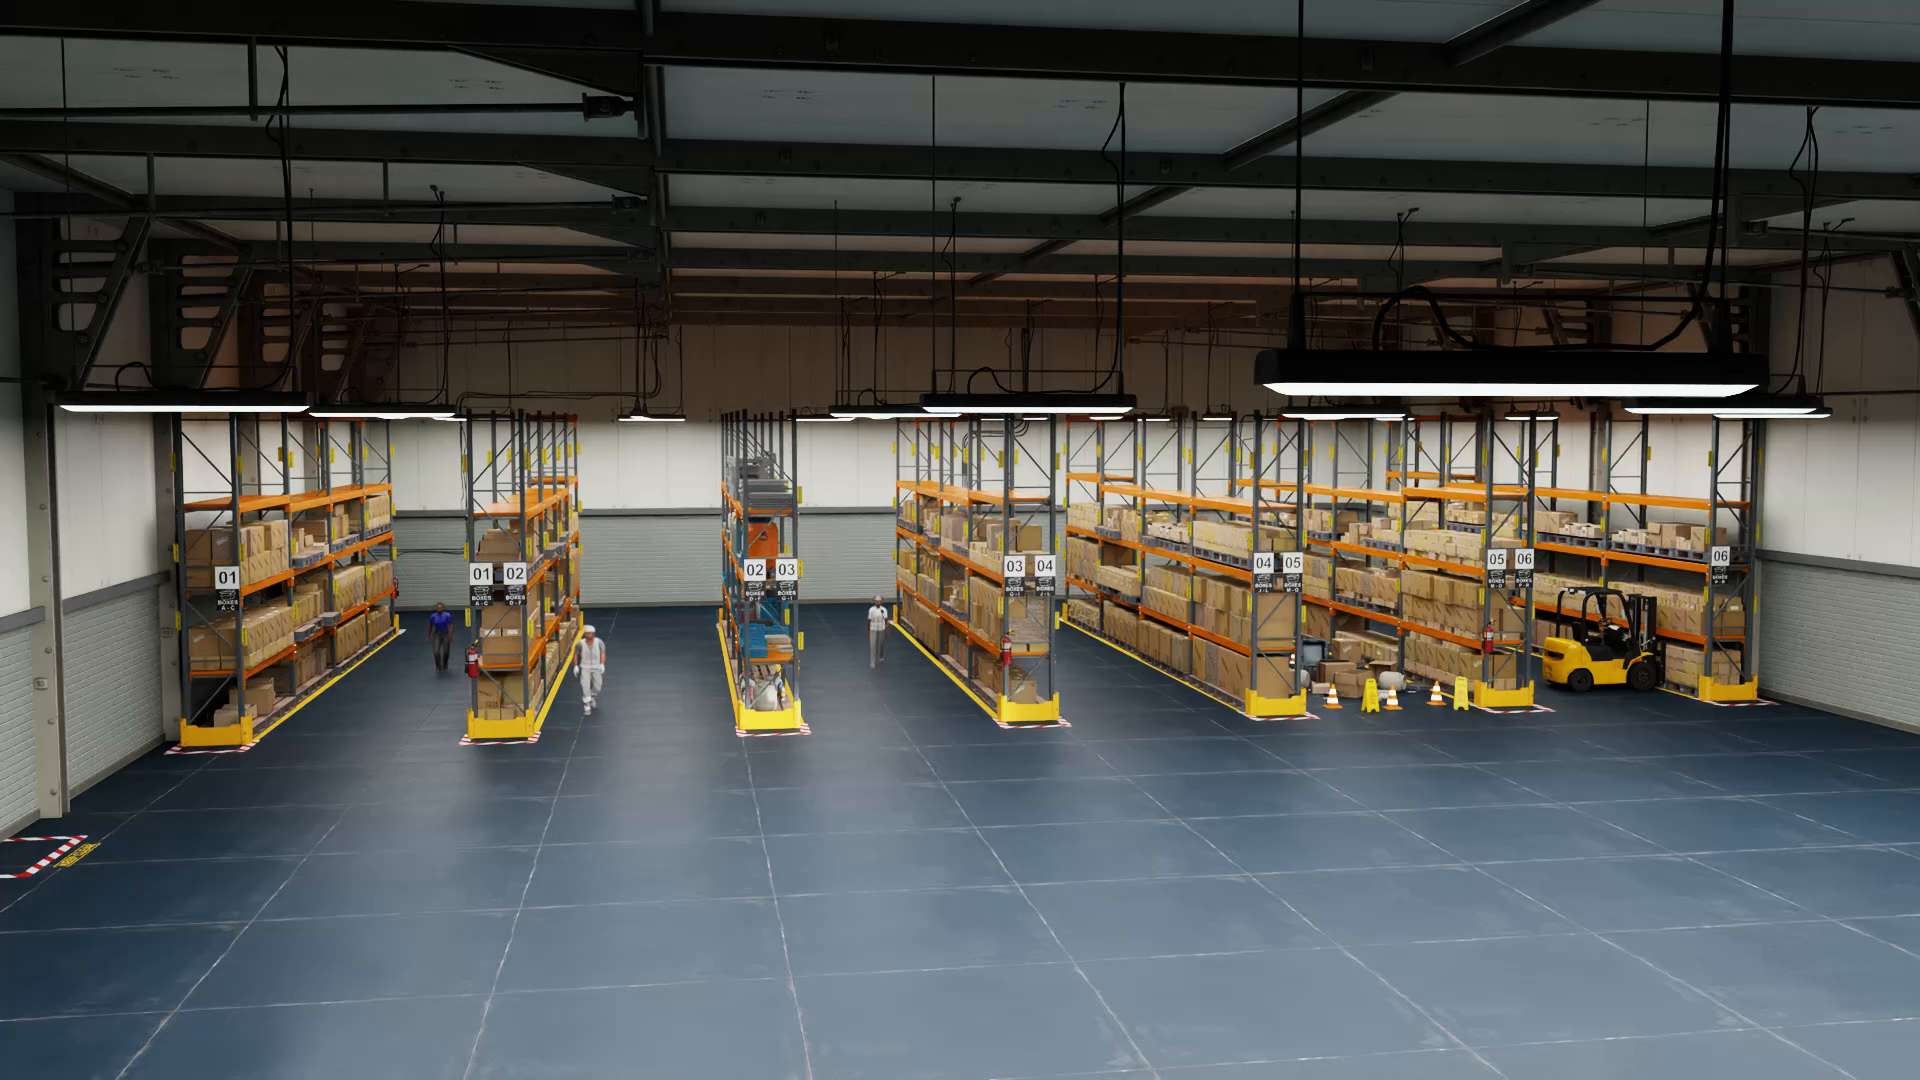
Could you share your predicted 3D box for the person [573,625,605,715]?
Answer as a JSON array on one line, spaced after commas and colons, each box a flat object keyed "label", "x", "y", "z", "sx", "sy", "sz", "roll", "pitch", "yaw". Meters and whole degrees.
[{"label": "person", "x": -7.358, "y": 2.551, "z": 32.951, "sx": 0.622, "sy": 1.764, "sz": 0.703, "roll": -2, "pitch": 4, "yaw": -22}]

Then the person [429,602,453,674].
[{"label": "person", "x": -11.979, "y": 2.240, "z": 38.396, "sx": 0.540, "sy": 1.641, "sz": 0.526, "roll": -1, "pitch": 4, "yaw": -10}]

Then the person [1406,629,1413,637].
[{"label": "person", "x": 11.876, "y": 1.807, "z": 43.437, "sx": 0.628, "sy": 1.789, "sz": 0.466, "roll": -3, "pitch": 5, "yaw": -36}]

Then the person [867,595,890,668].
[{"label": "person", "x": -1.926, "y": 2.137, "z": 39.340, "sx": 0.542, "sy": 1.649, "sz": 0.968, "roll": 0, "pitch": 4, "yaw": 0}]
